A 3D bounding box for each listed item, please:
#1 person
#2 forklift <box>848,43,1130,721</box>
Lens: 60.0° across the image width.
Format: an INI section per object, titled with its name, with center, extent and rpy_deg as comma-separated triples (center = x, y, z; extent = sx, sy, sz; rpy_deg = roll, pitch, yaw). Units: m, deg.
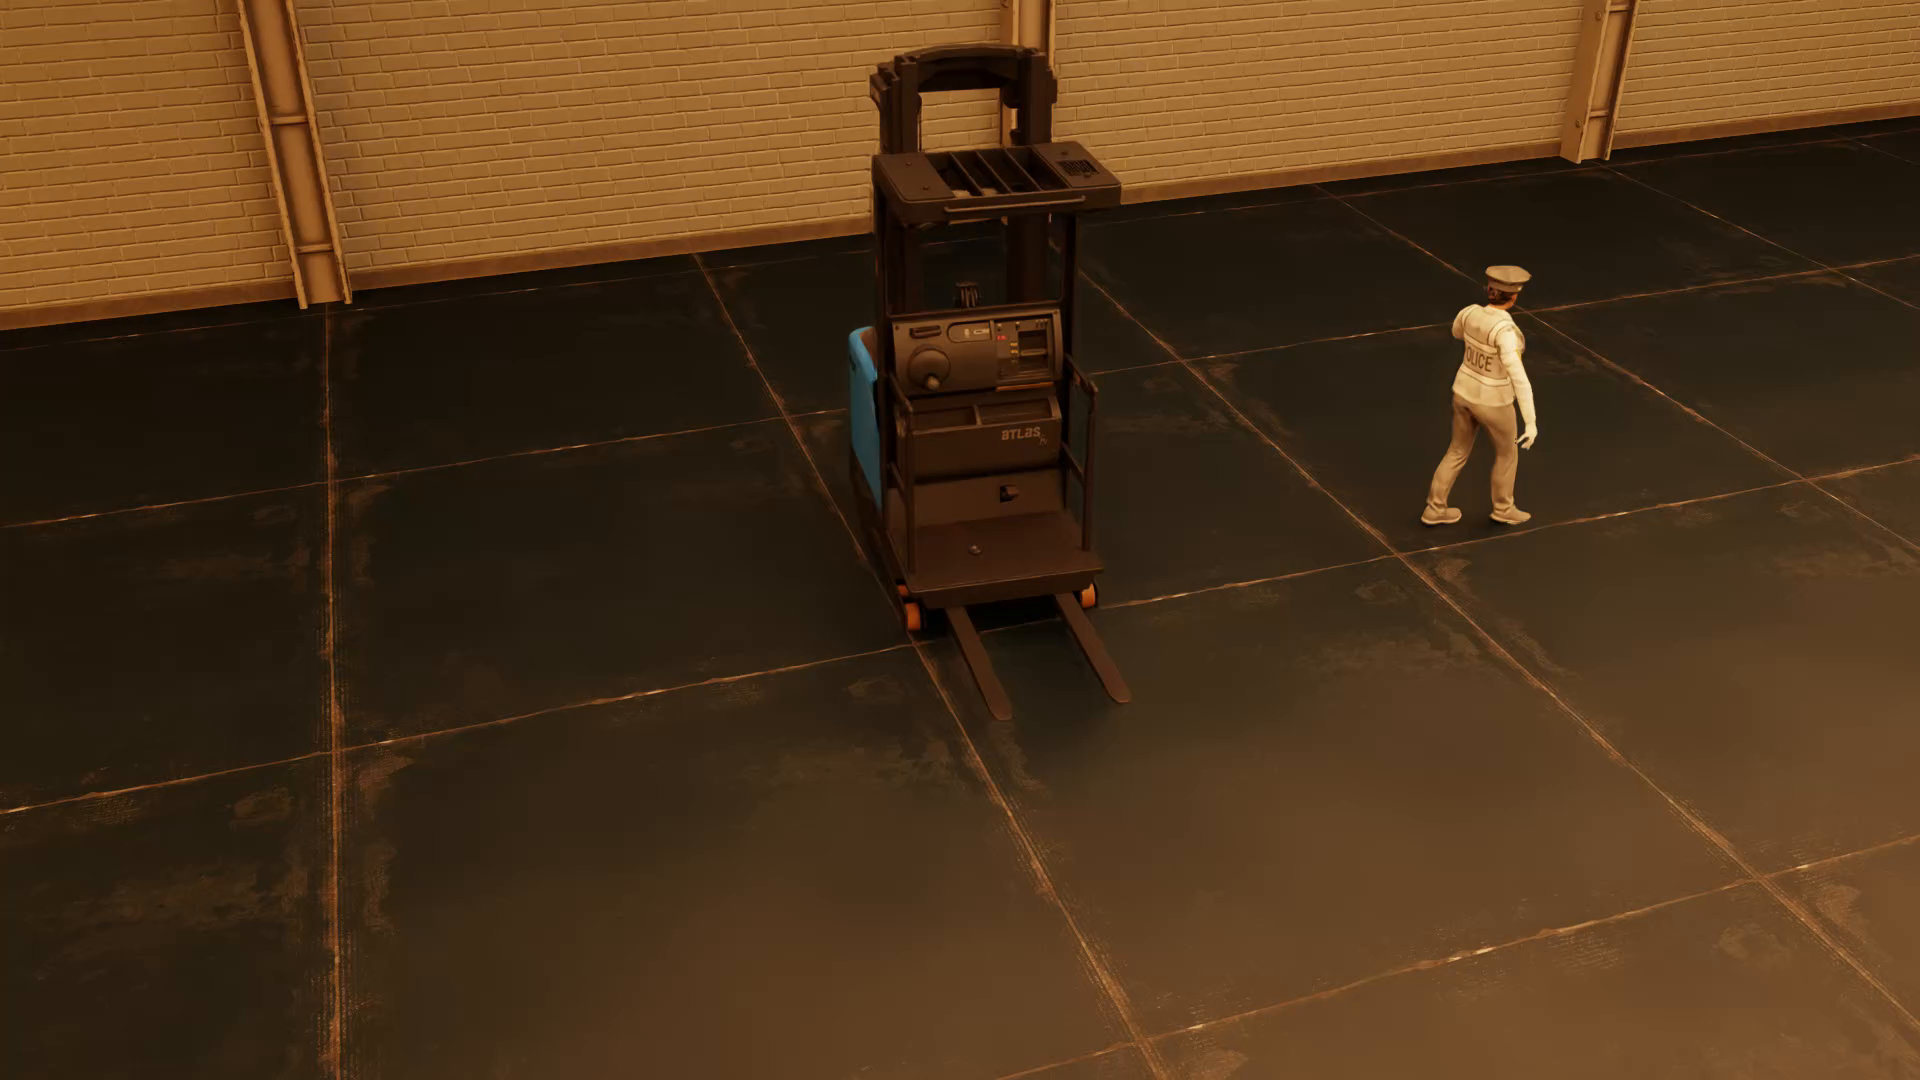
[person]
center = 3.181, -0.814, 9.830
extent = 0.684, 1.664, 0.913
rpy_deg = -14, 33, -23
[forklift]
center = 0.152, -0.975, 8.782
extent = 1.130, 2.935, 3.031
rpy_deg = -7, 31, -12
